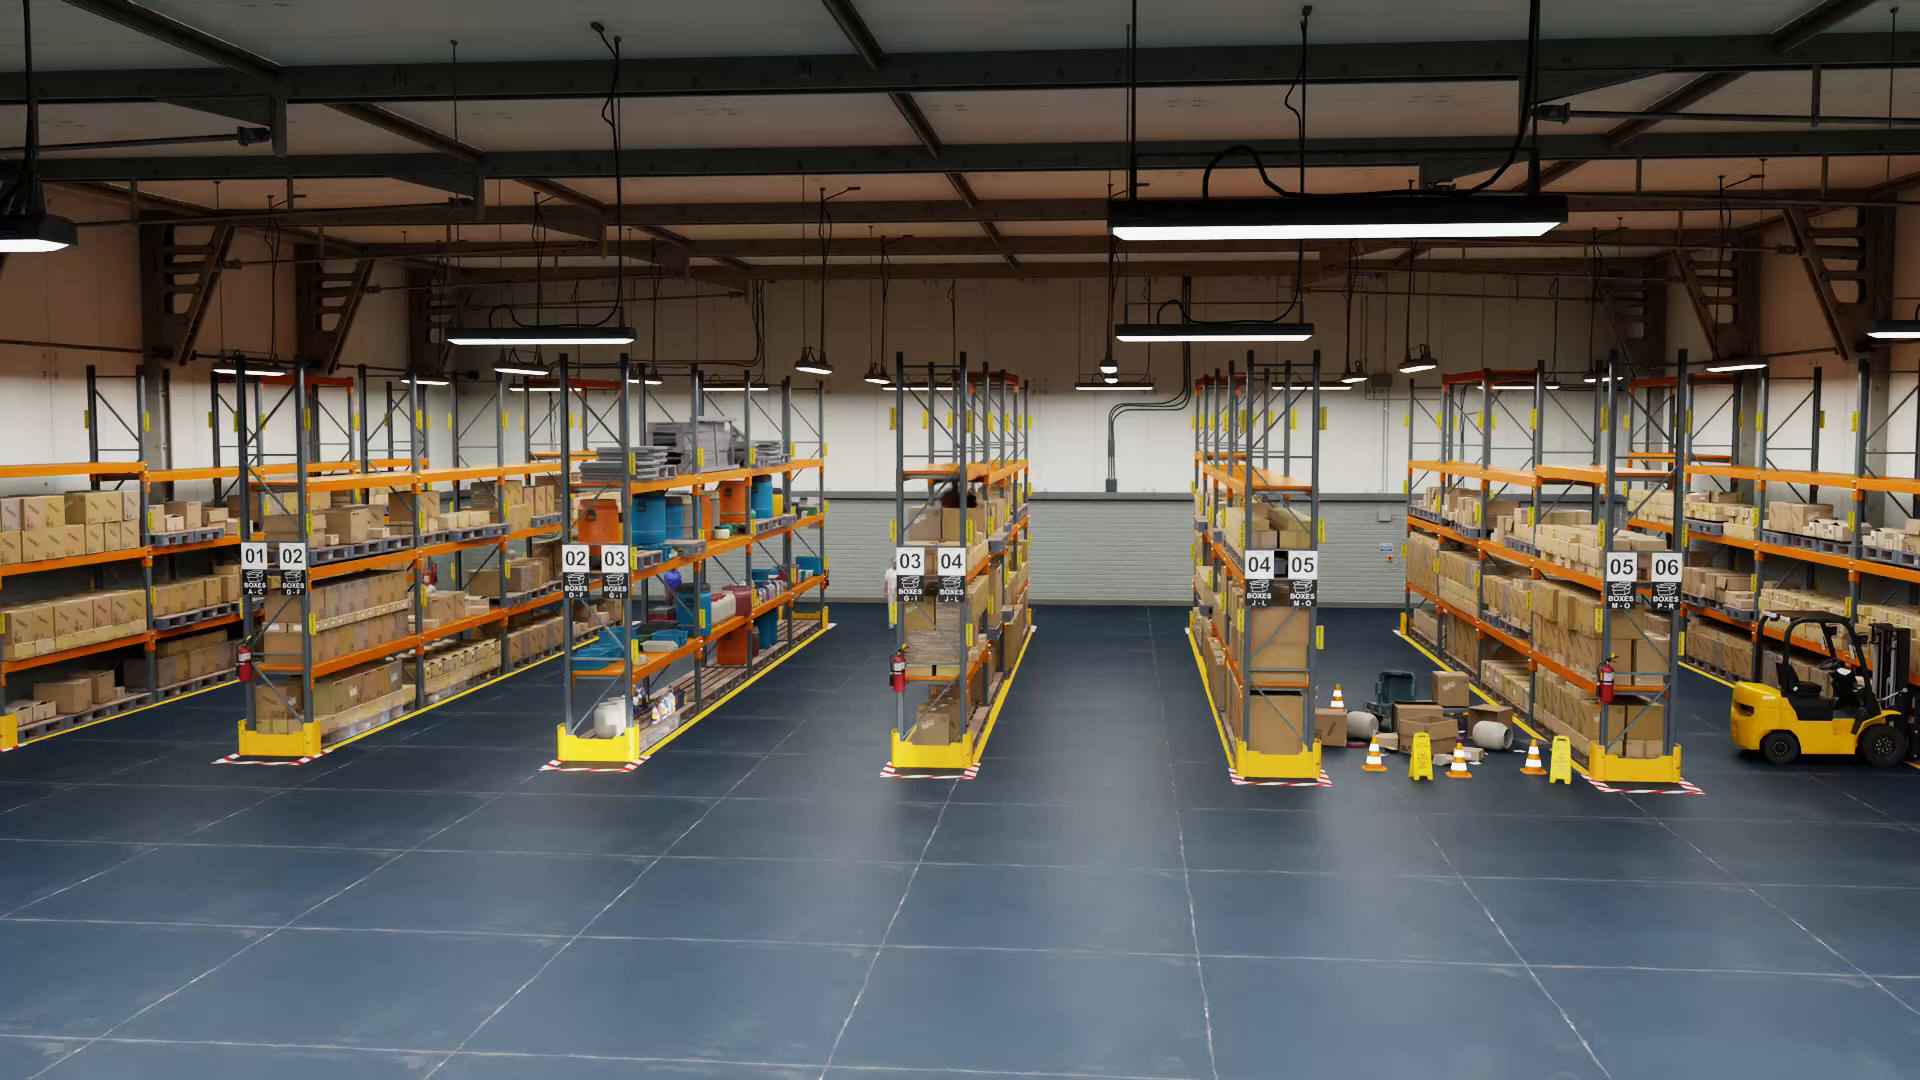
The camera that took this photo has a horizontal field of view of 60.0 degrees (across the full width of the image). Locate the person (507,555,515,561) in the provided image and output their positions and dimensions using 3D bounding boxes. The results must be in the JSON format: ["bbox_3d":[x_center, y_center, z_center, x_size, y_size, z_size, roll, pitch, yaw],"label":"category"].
[{"bbox_3d":[-11.595,1.118,43.142,0.416,1.672,0.504,1,4,14],"label":"person"}]

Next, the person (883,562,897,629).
[{"bbox_3d":[-1.563,1.299,40.347,0.627,1.677,1.086,0,4,2],"label":"person"}]

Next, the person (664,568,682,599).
[{"bbox_3d":[-6.973,1.011,40.541,0.484,1.000,0.454,-1,4,-13],"label":"person"}]

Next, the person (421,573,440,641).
[{"bbox_3d":[-11.936,1.551,37.210,0.597,1.621,1.064,0,4,2],"label":"person"}]
